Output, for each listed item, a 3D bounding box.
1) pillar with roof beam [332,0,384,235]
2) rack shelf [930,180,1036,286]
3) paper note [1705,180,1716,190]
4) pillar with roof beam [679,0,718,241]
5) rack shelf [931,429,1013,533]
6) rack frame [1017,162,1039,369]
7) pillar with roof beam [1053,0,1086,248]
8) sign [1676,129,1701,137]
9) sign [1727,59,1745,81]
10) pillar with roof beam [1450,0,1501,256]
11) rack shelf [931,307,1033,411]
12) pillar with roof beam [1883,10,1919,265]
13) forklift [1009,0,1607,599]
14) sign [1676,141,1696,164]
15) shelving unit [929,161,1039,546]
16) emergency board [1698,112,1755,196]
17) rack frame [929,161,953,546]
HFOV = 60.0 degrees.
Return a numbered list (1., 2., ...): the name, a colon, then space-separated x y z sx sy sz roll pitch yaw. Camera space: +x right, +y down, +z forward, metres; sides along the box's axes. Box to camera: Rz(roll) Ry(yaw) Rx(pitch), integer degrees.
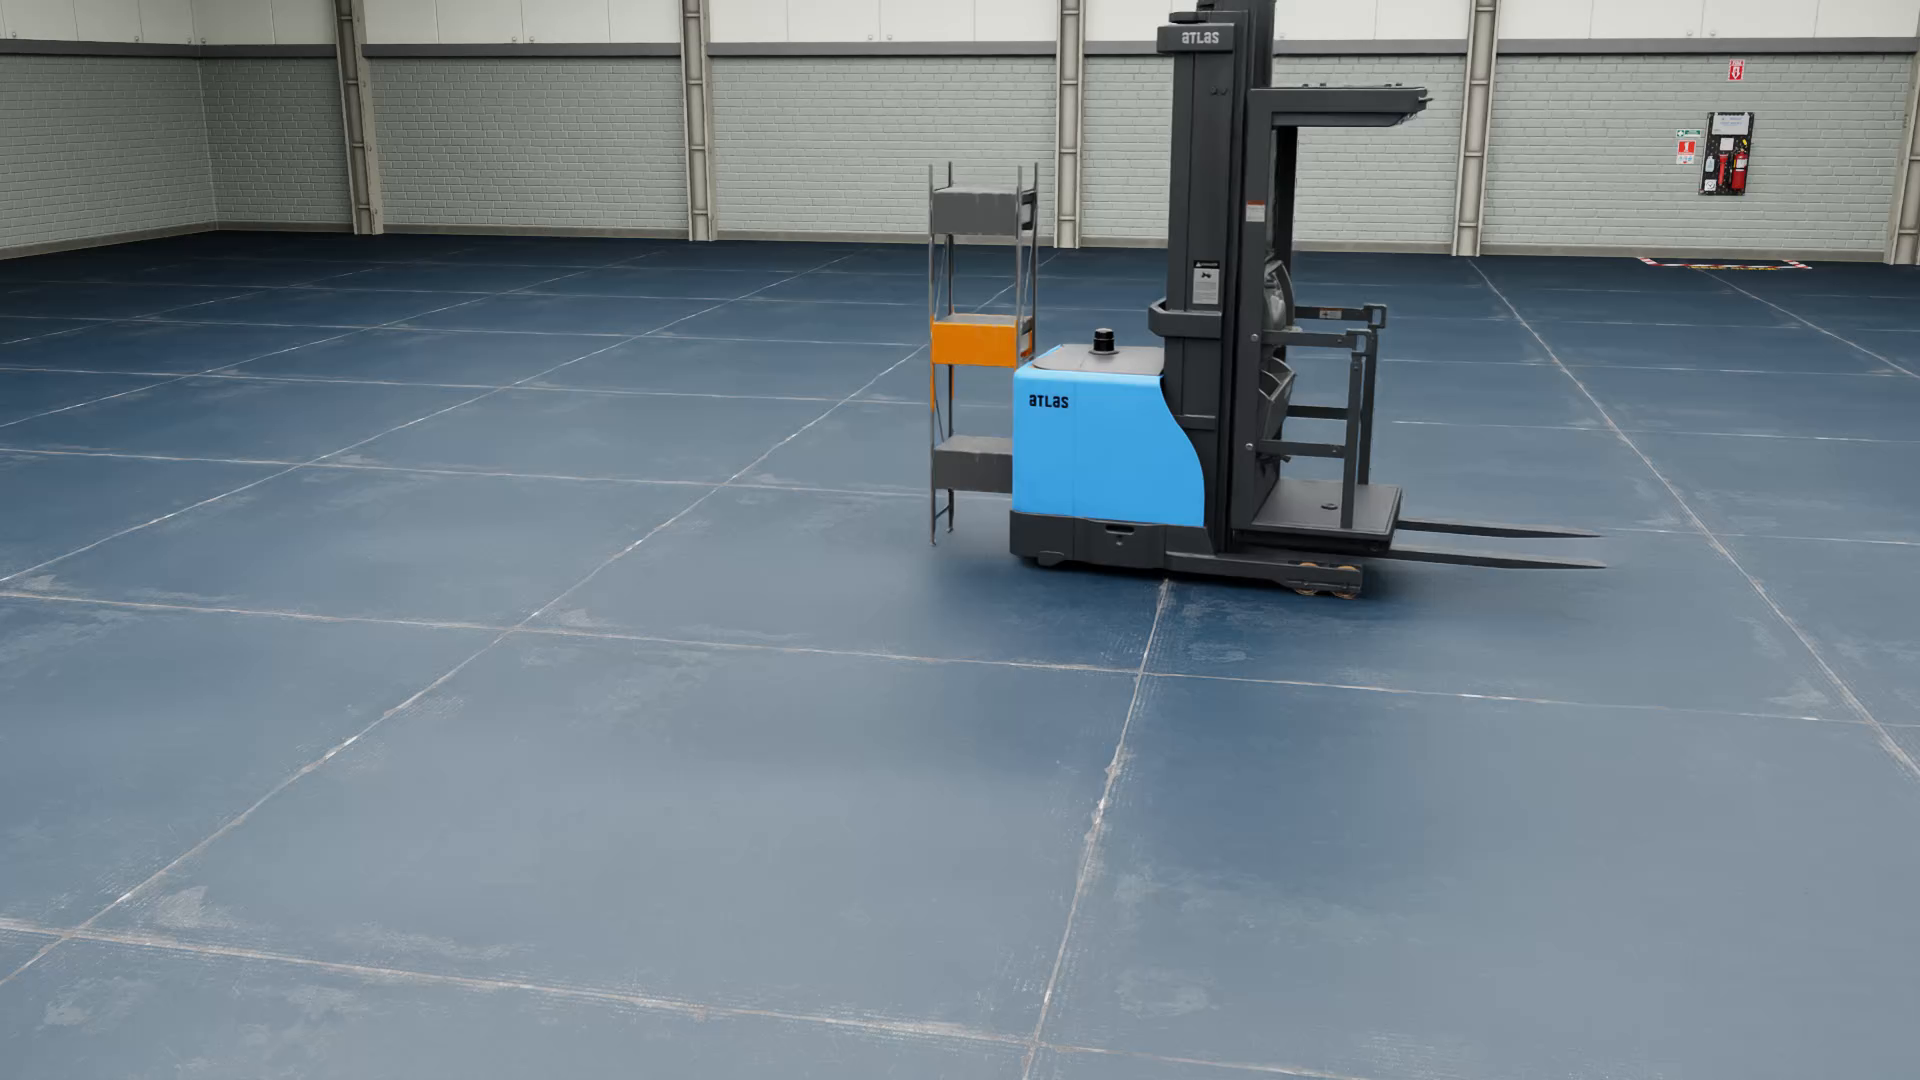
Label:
1. pillar with roof beam: -10.933 -8.438 23.098 0.400 9.000 9.100 3 16 11
2. rack shelf: 0.131 -1.672 9.021 0.480 0.518 0.431 4 16 16
3. paper note: 10.869 -5.141 24.083 0.142 0.148 0.016 3 16 11
4. pillar with roof beam: -5.054 -8.119 21.946 0.400 9.000 9.100 3 16 11
5. rack shelf: 0.130 -0.322 9.392 0.480 0.518 0.431 4 16 16
6. rack frame: 0.365 -0.992 9.138 0.015 2.100 0.400 4 16 16
7. pillar with roof beam: 0.826 -7.800 20.793 0.400 9.000 9.100 3 16 11
8. sign: 10.510 -5.865 23.985 0.331 0.109 0.001 3 16 11
9. sign: 11.041 -6.682 23.652 0.199 0.298 0.001 3 16 11
10. pillar with roof beam: 6.706 -7.481 19.641 0.400 9.000 9.100 3 16 11
11. rack shelf: 0.130 -0.997 9.207 0.480 0.518 0.431 4 16 16
12. pillar with roof beam: 12.585 -7.162 18.489 0.400 9.000 9.100 3 16 11
13. forklift: 1.842 -1.273 8.599 3.031 2.935 1.130 5 16 17
14. sign: 10.508 -5.612 24.065 0.234 0.329 0.001 3 16 11
15. shelving unit: 0.130 -1.010 9.203 0.503 2.100 0.431 4 16 16
16. emergency board: 11.029 -5.538 23.866 0.643 1.169 0.194 3 16 11
17. rack frame: -0.104 -1.028 9.269 0.015 2.100 0.400 4 16 16
